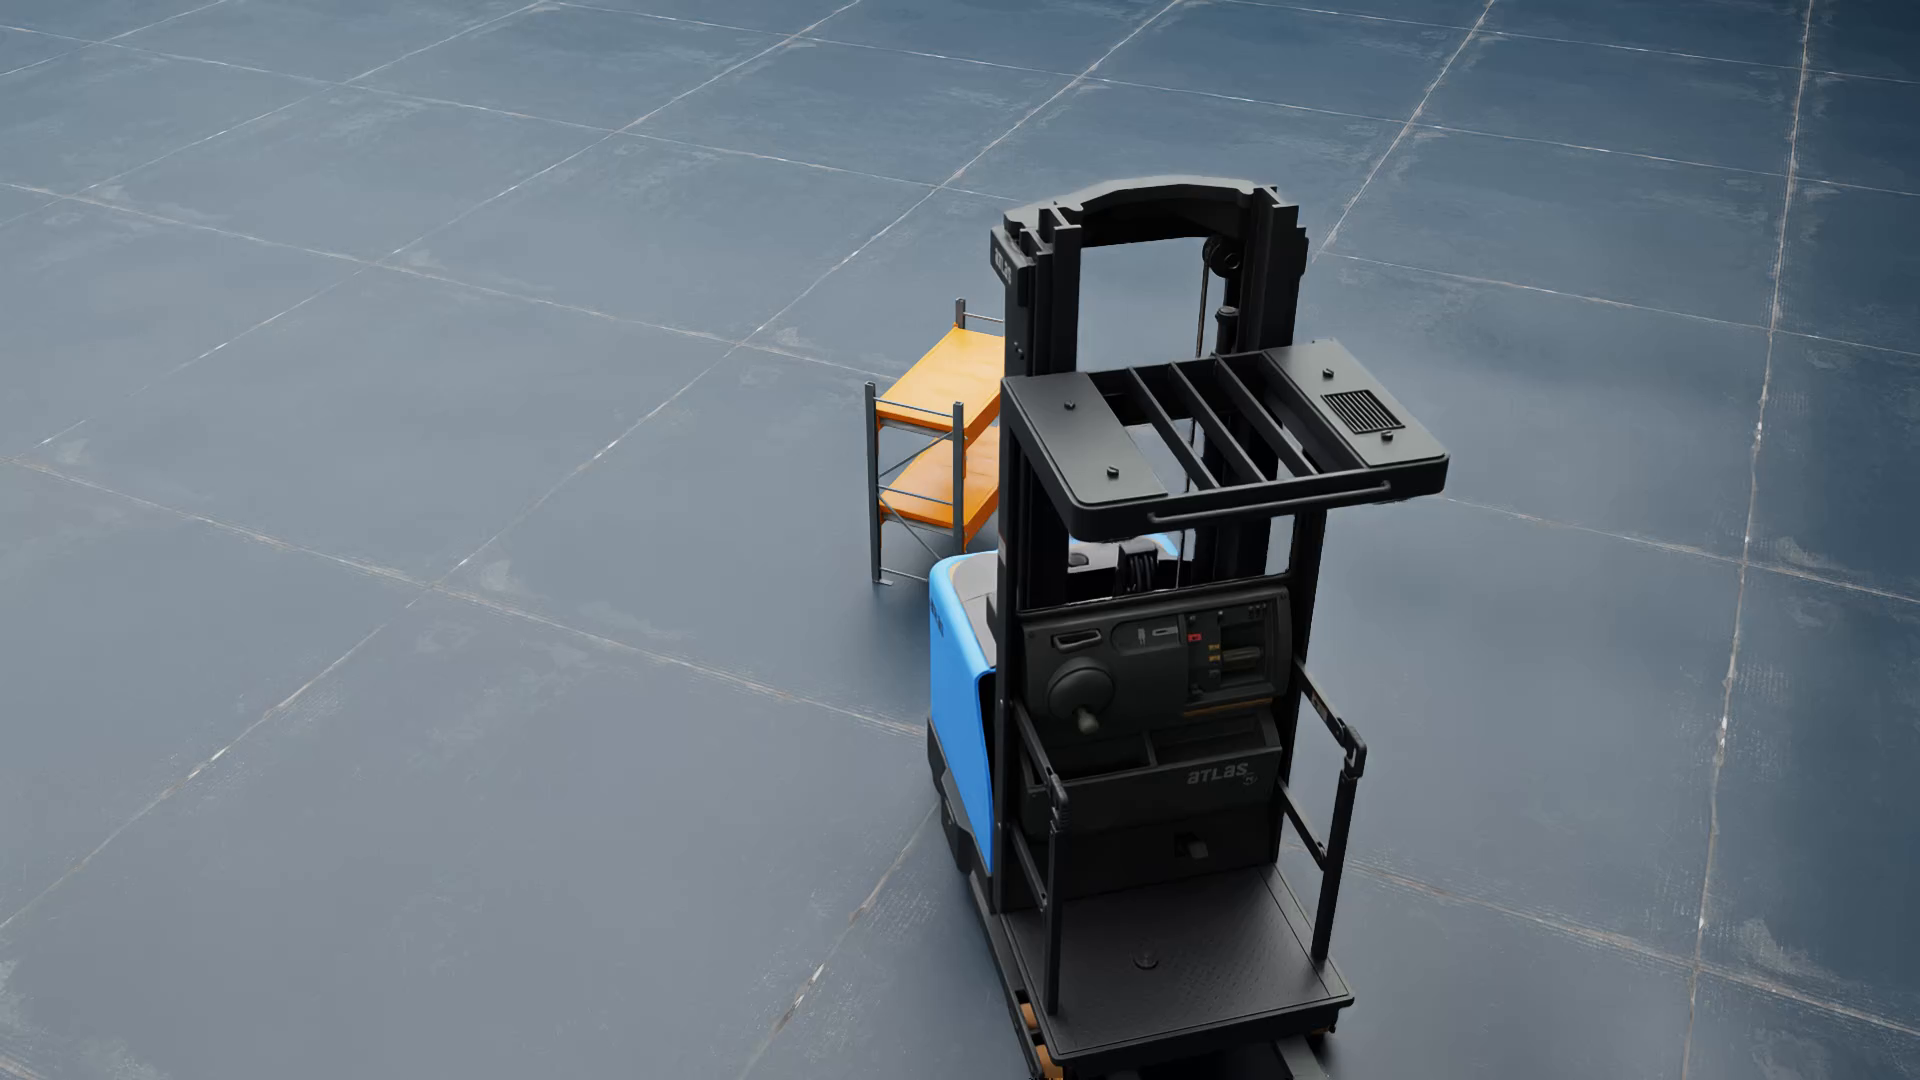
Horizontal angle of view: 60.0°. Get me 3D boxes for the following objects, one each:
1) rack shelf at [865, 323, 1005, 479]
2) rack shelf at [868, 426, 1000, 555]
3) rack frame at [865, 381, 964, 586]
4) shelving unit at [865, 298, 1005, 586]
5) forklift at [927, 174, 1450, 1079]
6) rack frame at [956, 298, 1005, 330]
[{"bbox_3d":[-0.003,-0.712,8.276,0.538,0.278,1.000,14,36,20],"label":"rack shelf"},{"bbox_3d":[-0.003,-0.263,8.570,0.538,0.278,1.000,14,36,20],"label":"rack shelf"},{"bbox_3d":[-0.216,-0.214,8.050,0.500,1.125,0.032,14,36,20],"label":"rack frame"},{"bbox_3d":[-0.003,-0.467,8.436,0.538,1.125,1.048,14,36,20],"label":"shelving unit"},{"bbox_3d":[0.720,0.464,5.370,1.130,2.935,3.031,-8,34,-12],"label":"forklift"},{"bbox_3d":[0.210,-0.720,8.823,0.500,1.125,0.032,14,36,20],"label":"rack frame"}]
